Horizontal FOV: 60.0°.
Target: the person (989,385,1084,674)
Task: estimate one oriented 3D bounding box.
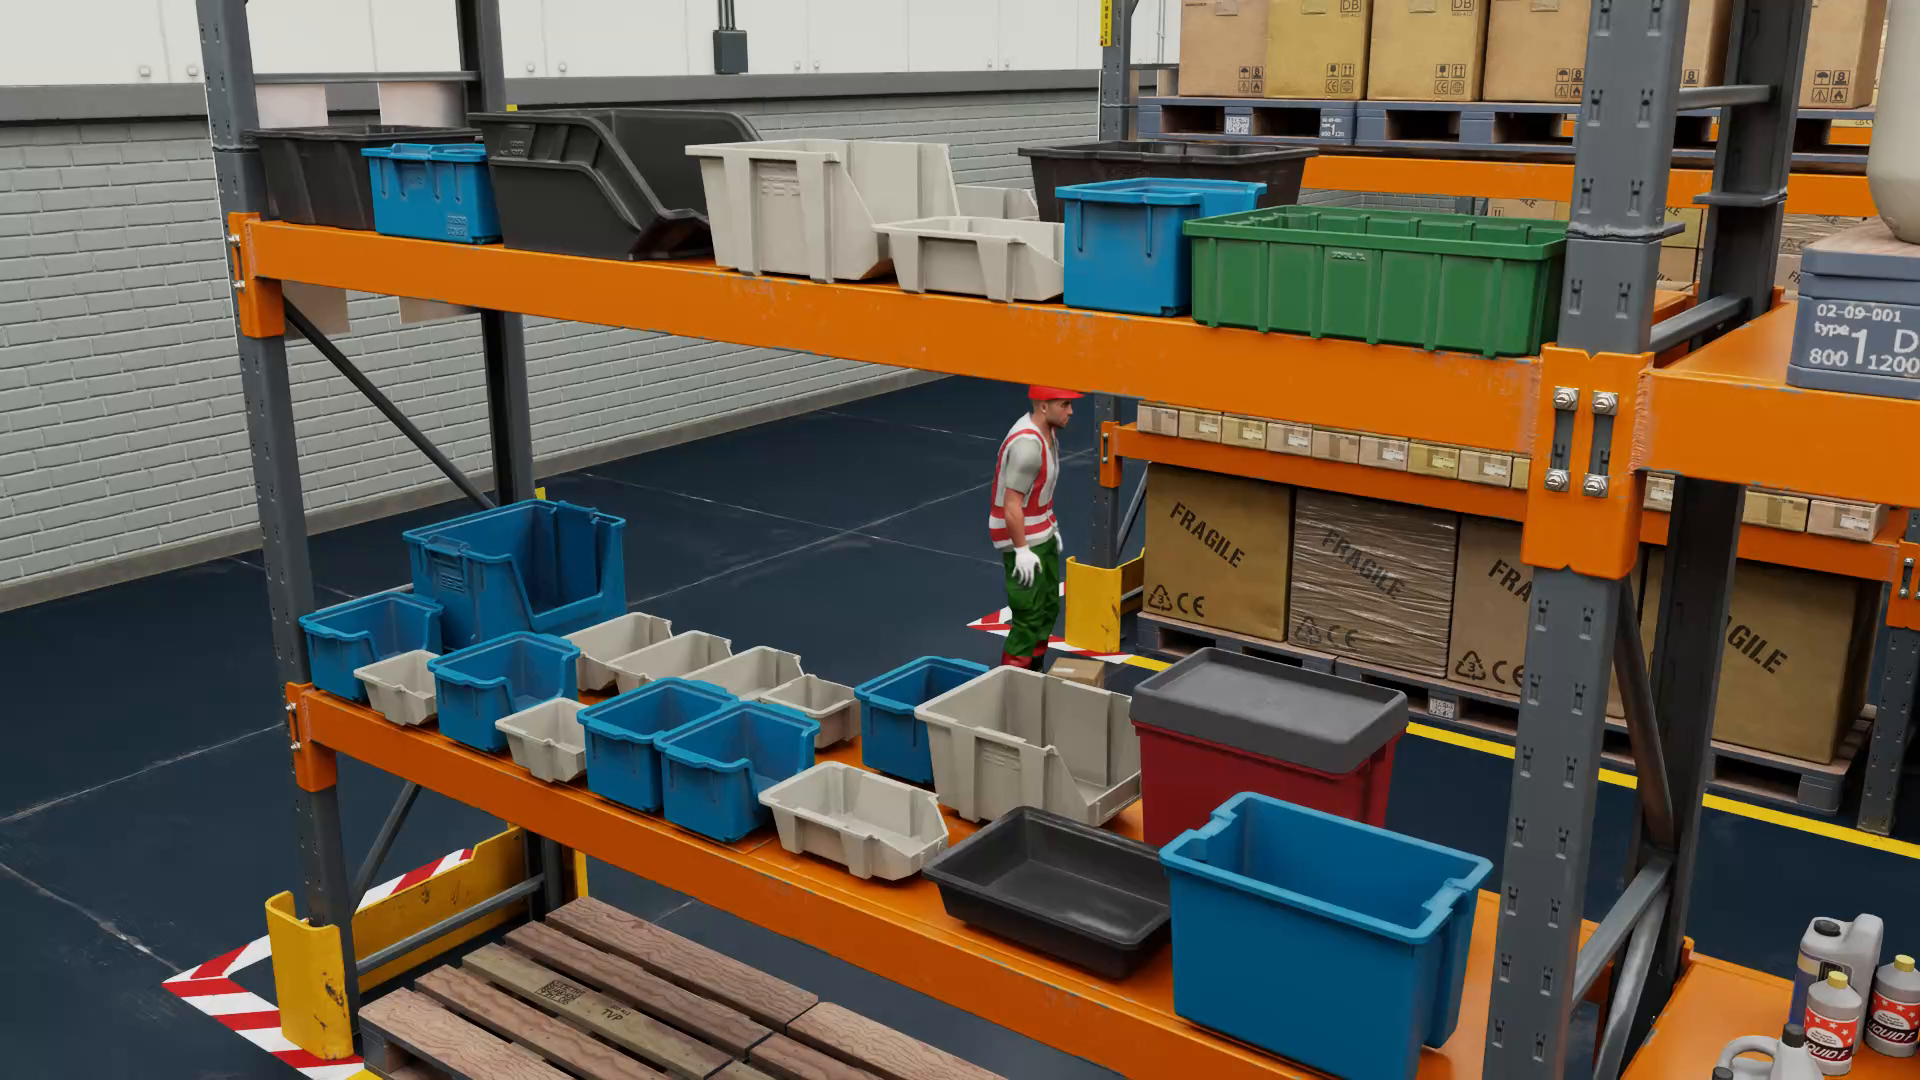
[{"bbox_3d":[0.386,0.019,8.447,0.452,1.778,0.613,5,17,17],"label":"person"}]
